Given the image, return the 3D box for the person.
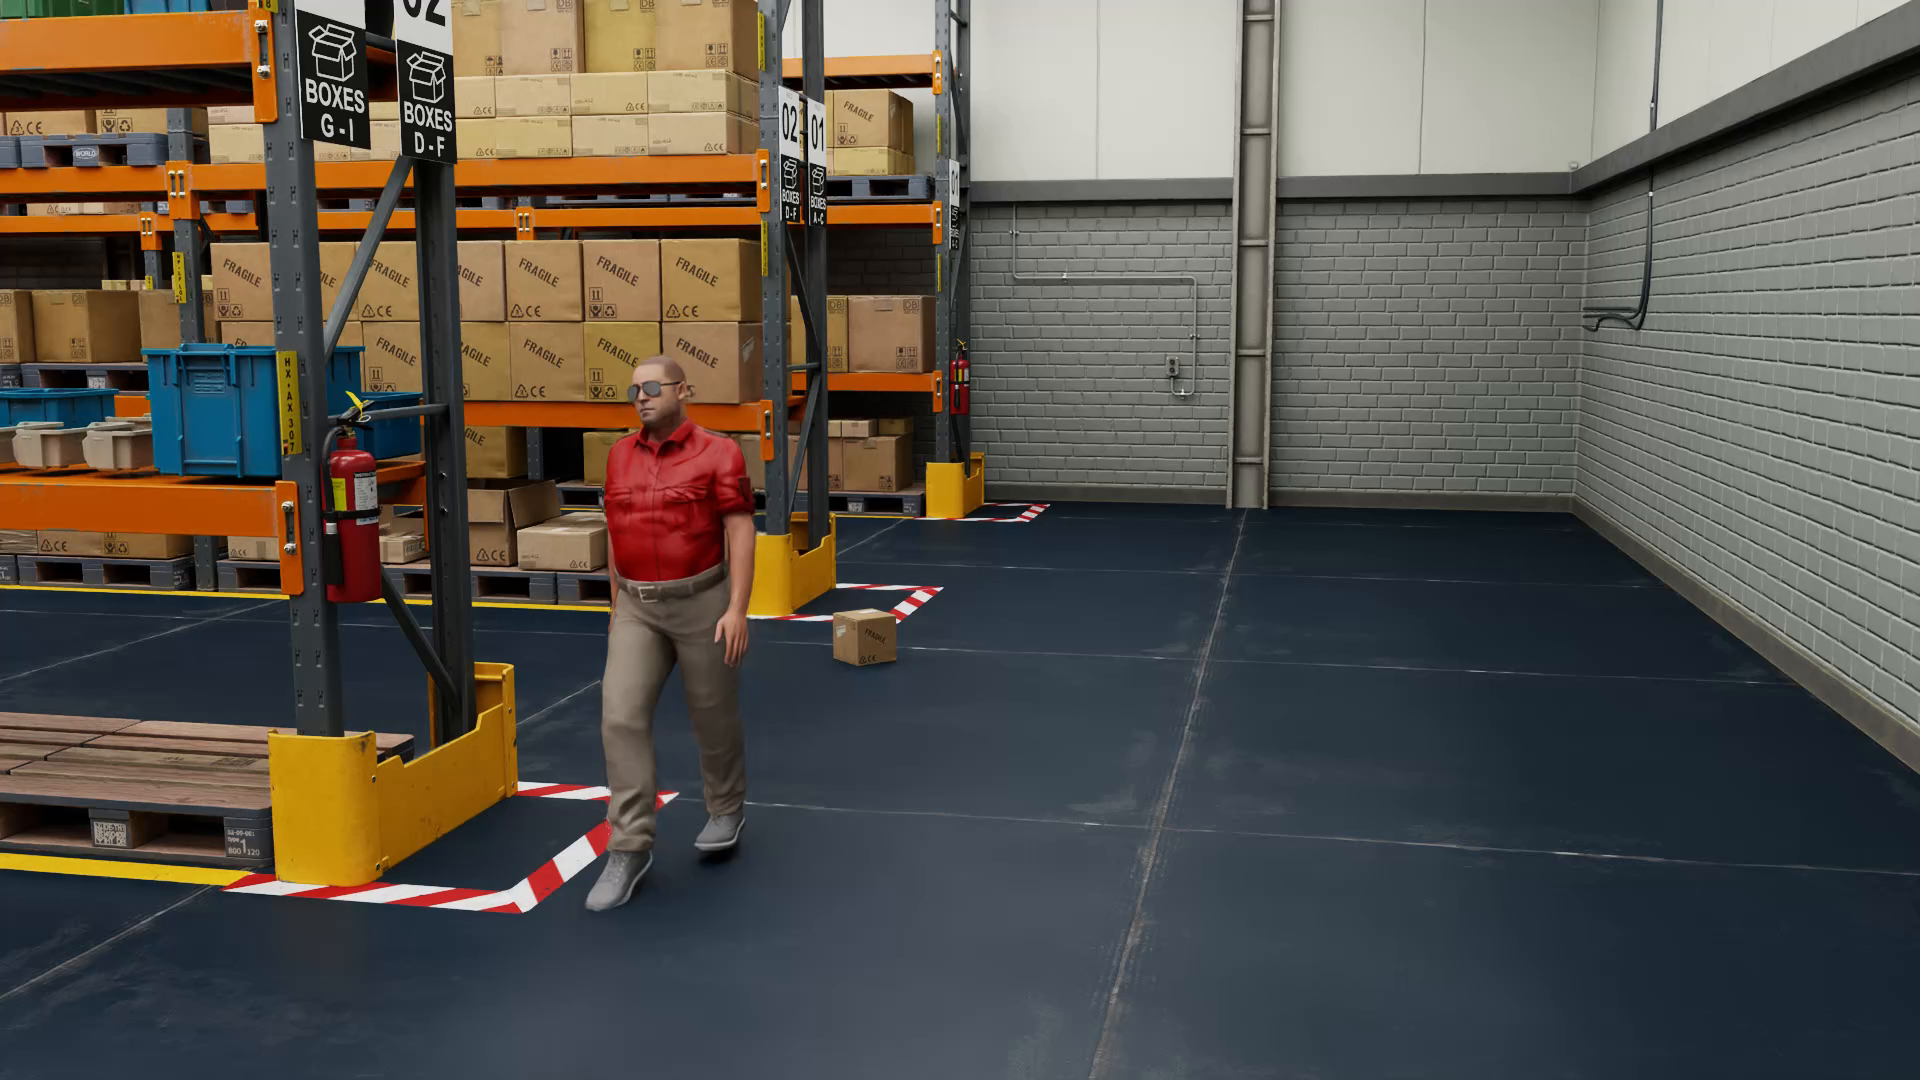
[{"bbox_3d":[-0.947,0.243,5.540,0.413,1.544,0.652,2,8,13],"label":"person"}]
